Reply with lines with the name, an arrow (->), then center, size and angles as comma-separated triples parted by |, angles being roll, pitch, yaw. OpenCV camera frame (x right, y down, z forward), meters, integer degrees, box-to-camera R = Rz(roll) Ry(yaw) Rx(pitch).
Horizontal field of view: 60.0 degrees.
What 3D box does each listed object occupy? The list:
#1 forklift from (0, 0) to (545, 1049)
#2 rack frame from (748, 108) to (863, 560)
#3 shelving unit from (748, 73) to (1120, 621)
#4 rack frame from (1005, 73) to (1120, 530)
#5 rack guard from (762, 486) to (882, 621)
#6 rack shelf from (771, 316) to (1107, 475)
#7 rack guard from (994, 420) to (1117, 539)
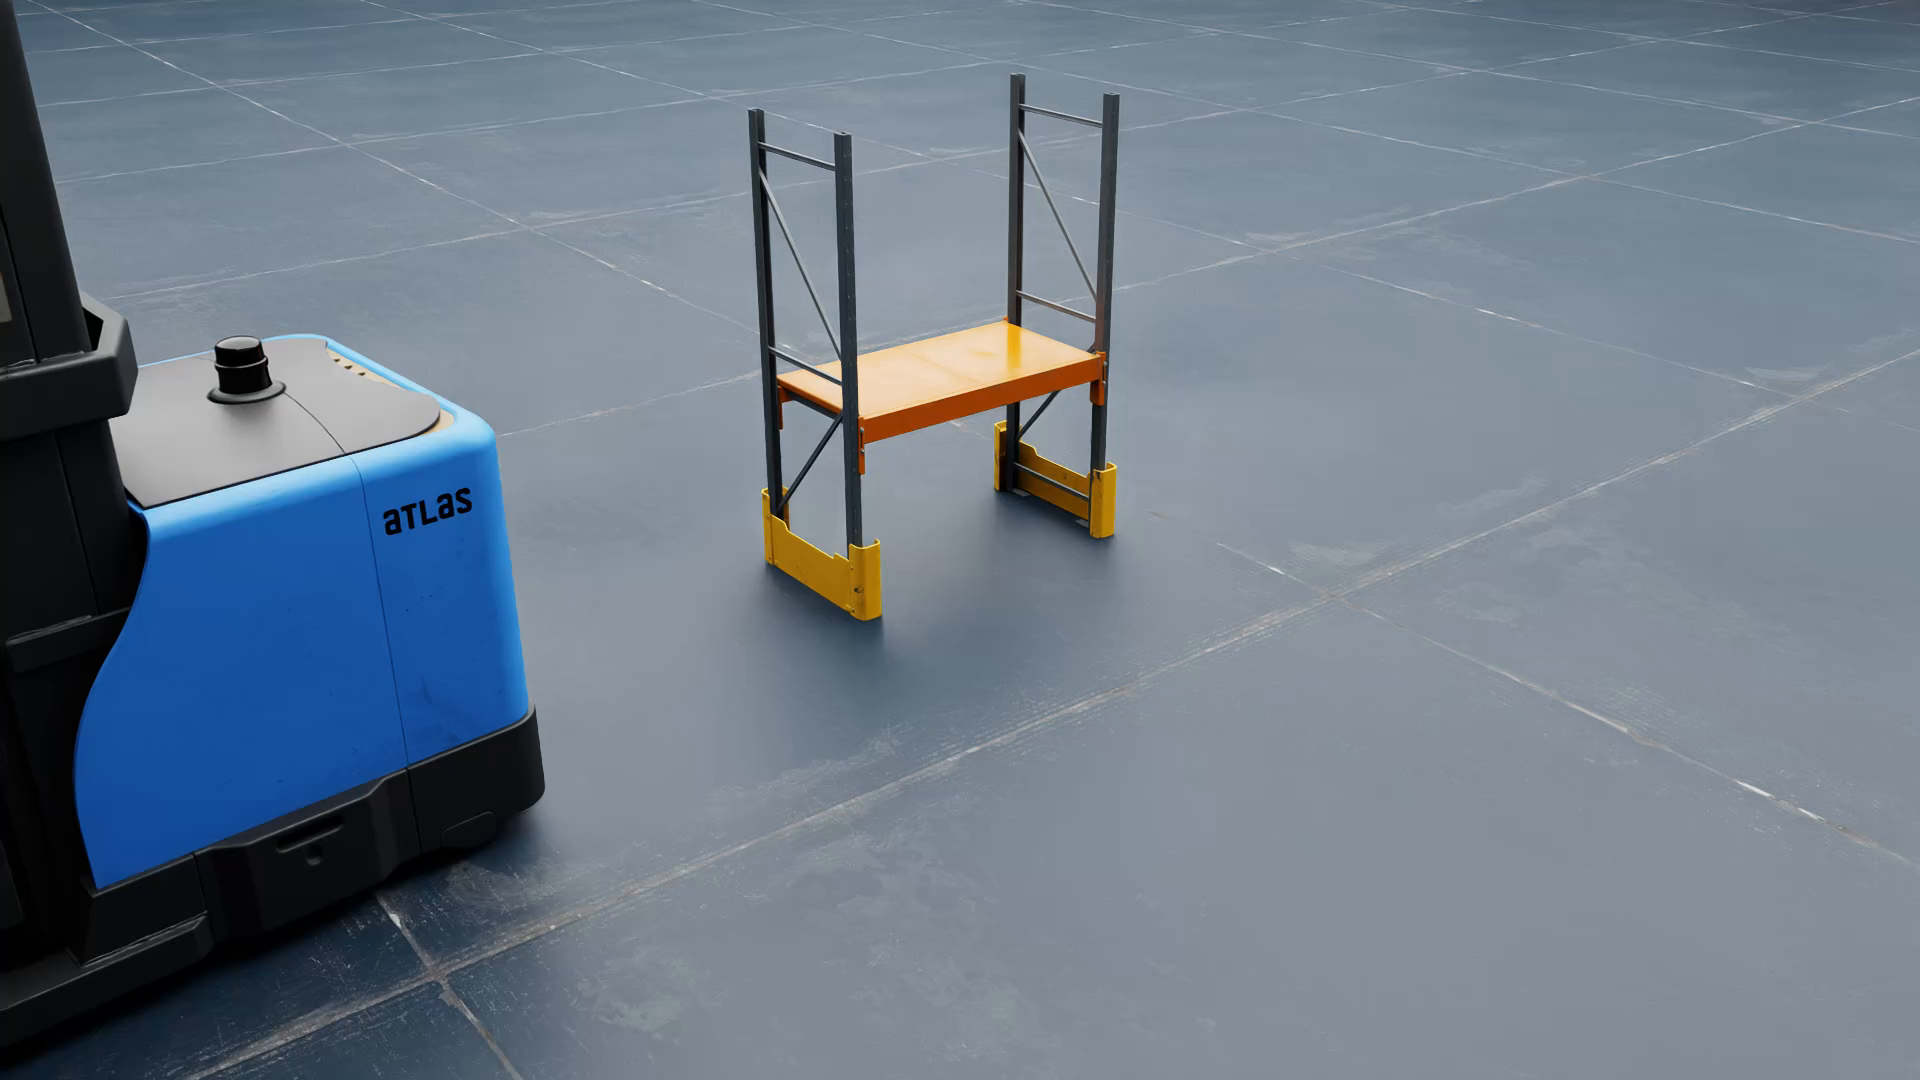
forklift -> -2.470, -0.347, 3.017 | 3.031, 2.935, 1.130 | -22, 32, -38
rack frame -> -0.467, -0.526, 5.102 | 0.032, 1.500, 0.500 | -18, 31, -34
shelving unit -> -0.060, -0.661, 5.392 | 1.083, 1.500, 0.587 | -18, 31, -34
rack frame -> 0.333, -0.790, 5.671 | 0.032, 1.500, 0.500 | -18, 31, -34
rack guard -> -0.452, 0.036, 5.376 | 0.087, 0.250, 0.587 | -18, 31, -34
rack shelf -> -0.067, -0.495, 5.462 | 1.000, 0.185, 0.538 | -18, 31, -34
rack guard -> 0.332, -0.223, 5.933 | 0.087, 0.250, 0.587 | -18, 31, -34
